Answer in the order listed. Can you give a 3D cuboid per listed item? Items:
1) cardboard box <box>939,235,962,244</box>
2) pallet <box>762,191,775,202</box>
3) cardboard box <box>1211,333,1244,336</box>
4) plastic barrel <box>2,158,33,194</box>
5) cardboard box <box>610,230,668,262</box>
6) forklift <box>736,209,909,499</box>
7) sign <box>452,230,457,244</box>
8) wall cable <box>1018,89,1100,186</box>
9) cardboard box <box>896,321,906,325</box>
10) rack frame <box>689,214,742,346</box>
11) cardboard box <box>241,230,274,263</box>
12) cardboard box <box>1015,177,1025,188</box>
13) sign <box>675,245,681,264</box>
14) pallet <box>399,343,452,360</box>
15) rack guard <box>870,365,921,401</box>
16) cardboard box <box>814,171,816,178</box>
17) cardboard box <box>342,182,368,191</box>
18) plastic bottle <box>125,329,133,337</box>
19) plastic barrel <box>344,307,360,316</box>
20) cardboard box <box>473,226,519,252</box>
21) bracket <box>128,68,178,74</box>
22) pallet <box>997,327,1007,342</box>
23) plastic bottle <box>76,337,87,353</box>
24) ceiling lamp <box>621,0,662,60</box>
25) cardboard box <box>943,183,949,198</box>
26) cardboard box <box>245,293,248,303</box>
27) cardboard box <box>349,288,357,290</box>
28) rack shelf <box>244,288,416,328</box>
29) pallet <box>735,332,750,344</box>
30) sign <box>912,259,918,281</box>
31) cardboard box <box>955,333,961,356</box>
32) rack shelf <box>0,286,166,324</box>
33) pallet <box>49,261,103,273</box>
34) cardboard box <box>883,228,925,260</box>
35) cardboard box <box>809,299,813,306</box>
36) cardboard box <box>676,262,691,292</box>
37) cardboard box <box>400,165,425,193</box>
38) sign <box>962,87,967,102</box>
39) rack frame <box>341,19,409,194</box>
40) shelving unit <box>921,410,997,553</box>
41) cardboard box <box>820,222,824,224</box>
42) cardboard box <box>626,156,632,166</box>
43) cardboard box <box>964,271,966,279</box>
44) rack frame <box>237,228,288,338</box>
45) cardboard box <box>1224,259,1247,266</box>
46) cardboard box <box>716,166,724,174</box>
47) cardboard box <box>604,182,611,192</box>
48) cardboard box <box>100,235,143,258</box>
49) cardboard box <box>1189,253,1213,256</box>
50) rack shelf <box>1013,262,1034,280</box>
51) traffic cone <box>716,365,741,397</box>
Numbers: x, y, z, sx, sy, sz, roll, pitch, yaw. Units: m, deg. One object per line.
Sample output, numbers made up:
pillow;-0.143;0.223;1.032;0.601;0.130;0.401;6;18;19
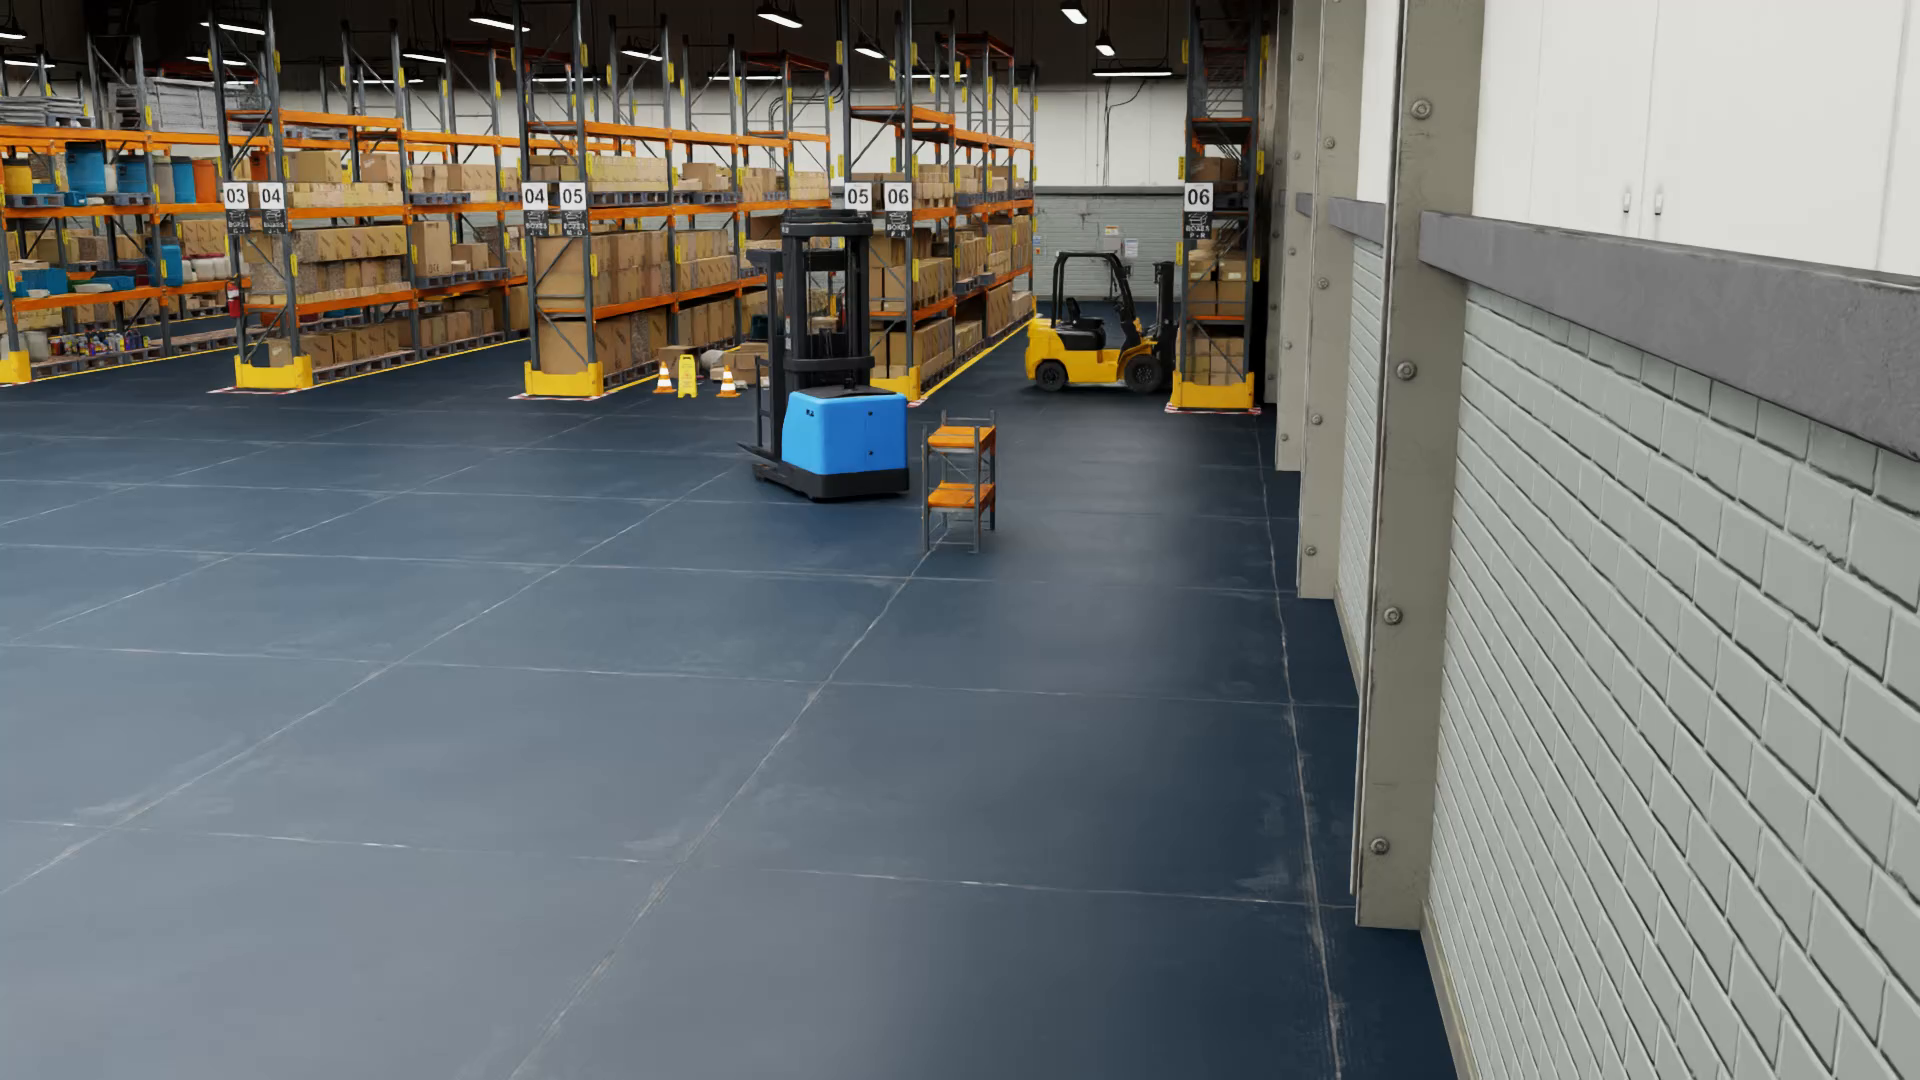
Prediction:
cardboard box;-0.165;-5.226;28.898;0.380;0.149;0.250;2;12;8
pallet;-4.619;-7.261;35.146;1.213;0.211;1.003;2;12;9
cardboard box;4.038;-2.978;25.104;0.500;0.250;0.500;2;12;9
plastic barrel;-15.838;-6.076;27.762;0.600;0.588;0.600;0;12;0
cardboard box;-5.584;-5.087;28.817;0.875;0.550;0.550;2;12;9
forklift;-1.647;-2.114;18.104;1.130;2.935;3.031;-6;14;-26
sign;-10.312;-6.160;33.963;0.100;0.325;0.005;2;12;9
wall cable;2.598;-11.021;45.031;2.355;3.000;0.029;2;12;9
cardboard box;-1.096;-3.316;27.269;0.500;0.500;0.500;3;12;12
rack frame;-4.878;-5.394;33.161;1.000;3.000;0.127;2;12;9
cardboard box;-11.153;-4.716;26.698;0.500;0.500;0.500;2;12;9
cardboard box;1.279;-8.471;39.439;0.500;0.250;0.500;1;12;3
sign;-4.944;-5.006;29.116;0.100;0.325;0.005;2;12;9
pallet;-10.260;-3.543;31.187;1.003;0.211;1.213;2;12;9
rack guard;-1.190;-2.384;25.124;1.175;0.500;0.348;2;12;9
cardboard box;-3.614;-8.602;39.150;0.380;0.149;0.250;2;12;7
cardboard box;-10.357;-6.037;28.433;0.380;0.149;0.250;2;12;11
plastic bottle;-15.229;-3.685;30.474;0.144;0.351;0.185;2;12;9
plastic barrel;-14.143;-5.636;38.267;0.600;0.901;0.708;2;12;9
cardboard box;-9.635;-6.267;34.592;0.797;0.503;0.637;2;12;11
bracket;-22.967;-13.451;47.759;0.076;0.066;3.189;2;12;9
pallet;0.415;-4.307;34.734;1.003;0.211;1.213;2;12;9
plastic bottle;-15.751;-3.506;29.818;0.152;0.276;0.135;2;12;9
ceiling lamp;-6.553;-11.932;35.401;0.800;3.185;2.000;2;12;9
cardboard box;-0.465;-5.755;27.364;0.500;0.250;0.500;2;12;8
cardboard box;-18.337;-6.116;41.993;0.500;0.250;0.500;2;12;9
cardboard box;-10.480;-4.205;28.239;0.380;0.149;0.250;2;12;9
rack shelf;-10.686;-3.976;28.285;1.077;0.370;4.000;2;12;9
pallet;-4.756;-4.194;34.210;1.003;0.211;1.213;2;12;9
sign;-0.665;-3.995;24.615;0.100;0.325;0.005;2;12;9
cardboard box;-0.508;-3.452;29.390;0.950;0.372;0.625;2;12;9
rack shelf;-15.580;-4.136;29.029;1.077;0.370;4.000;2;12;9
pallet;-19.516;-5.948;36.183;1.213;0.211;1.003;2;12;9
cardboard box;-0.968;-4.915;27.621;0.700;0.500;0.500;2;12;9
cardboard box;-3.664;-5.570;39.041;0.380;0.149;0.250;2;12;9
cardboard box;-5.146;-4.711;29.754;0.500;0.500;0.500;2;12;9
cardboard box;-10.208;-6.560;30.209;0.797;0.503;0.637;1;12;6
sign;0.099;-9.578;35.738;0.100;0.325;0.005;2;12;9
rack frame;-10.378;-7.676;29.509;1.000;3.000;0.127;2;12;9
shelving unit;0.001;-0.551;15.138;0.538;1.125;1.048;2;12;9
cardboard box;-3.550;-7.534;39.773;0.500;0.500;0.500;1;12;7
cardboard box;-5.507;-6.094;26.755;0.380;0.149;0.250;2;12;9
cardboard box;-0.093;-4.775;29.887;0.380;0.149;0.250;2;12;10
rack frame;-14.657;-5.737;34.749;1.000;3.000;0.127;2;12;9
cardboard box;4.069;-4.057;24.474;0.380;0.149;0.250;2;12;11
cardboard box;-5.008;-7.484;33.681;0.396;0.266;0.258;2;12;9
cardboard box;-5.661;-5.493;25.861;0.380;0.149;0.250;2;12;9
cardboard box;-19.273;-6.748;38.209;0.700;0.500;0.500;4;13;18
cardboard box;3.841;-4.501;26.533;0.380;0.149;0.250;2;12;8
rack shelf;0.952;-6.152;38.386;1.077;0.370;4.000;2;12;9
traffic cone;-3.559;-2.446;25.502;0.336;0.463;0.334;2;12;9
